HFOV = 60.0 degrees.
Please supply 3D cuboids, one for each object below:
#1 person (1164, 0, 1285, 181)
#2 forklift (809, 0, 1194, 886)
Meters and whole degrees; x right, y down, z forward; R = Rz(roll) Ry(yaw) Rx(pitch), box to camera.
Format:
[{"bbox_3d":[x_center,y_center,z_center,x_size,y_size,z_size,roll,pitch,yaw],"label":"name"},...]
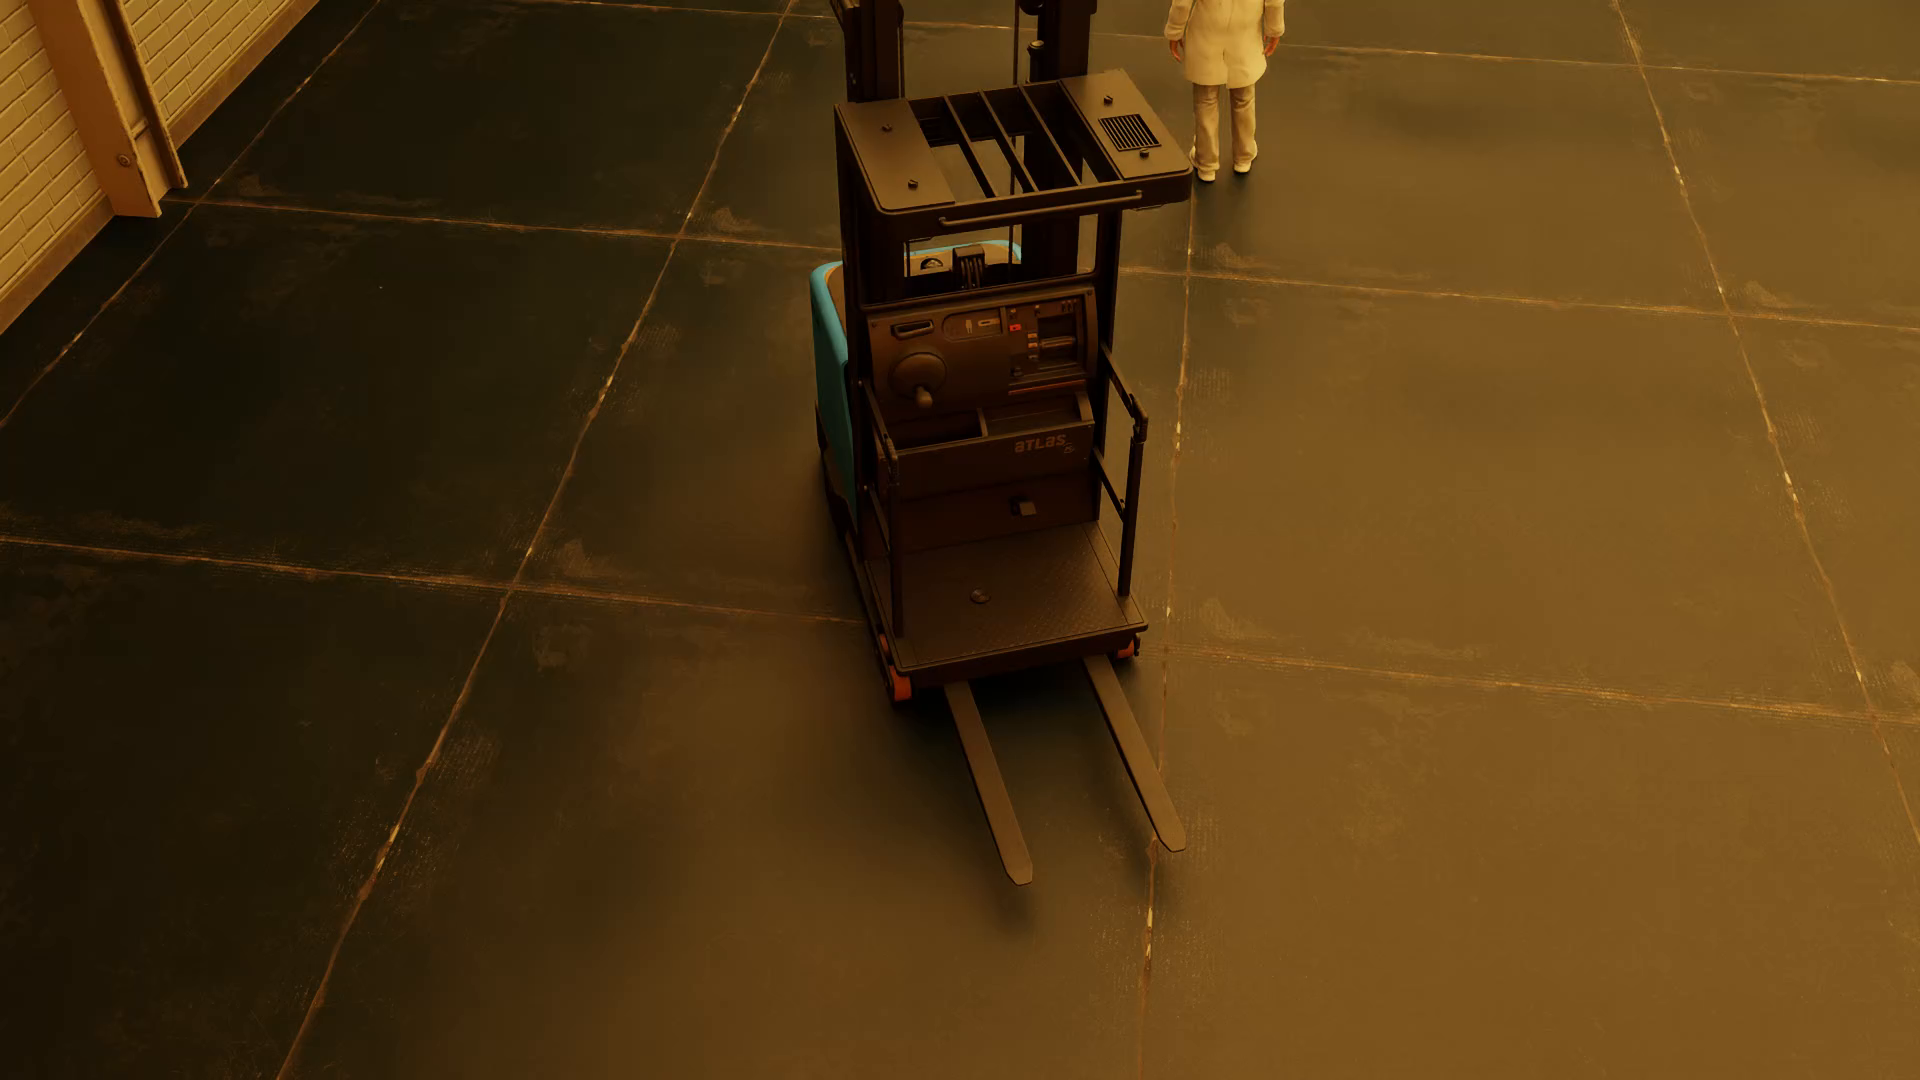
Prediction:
[{"bbox_3d":[1.550,-2.991,9.821,0.698,1.778,0.579,2,43,3],"label":"person"},{"bbox_3d":[0.153,-0.681,6.465,1.130,2.935,3.031,-10,44,-11],"label":"forklift"}]
